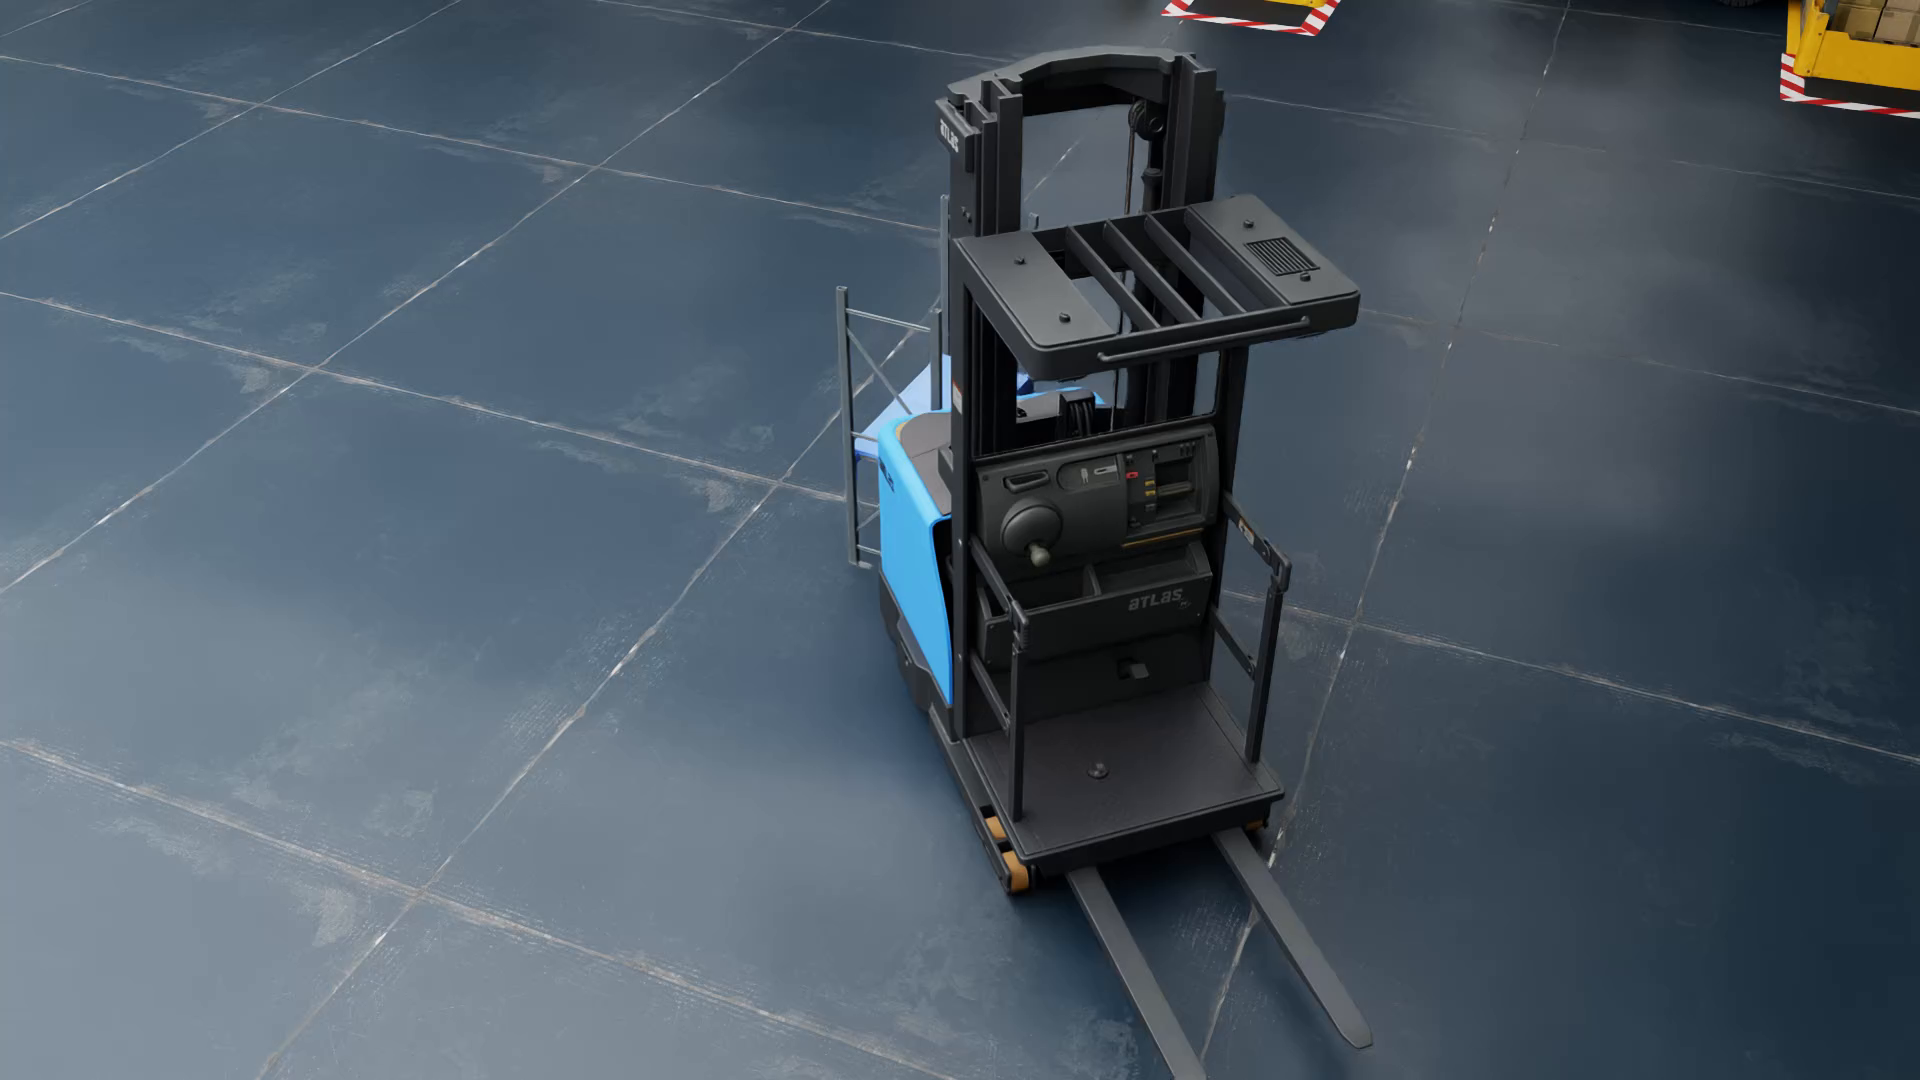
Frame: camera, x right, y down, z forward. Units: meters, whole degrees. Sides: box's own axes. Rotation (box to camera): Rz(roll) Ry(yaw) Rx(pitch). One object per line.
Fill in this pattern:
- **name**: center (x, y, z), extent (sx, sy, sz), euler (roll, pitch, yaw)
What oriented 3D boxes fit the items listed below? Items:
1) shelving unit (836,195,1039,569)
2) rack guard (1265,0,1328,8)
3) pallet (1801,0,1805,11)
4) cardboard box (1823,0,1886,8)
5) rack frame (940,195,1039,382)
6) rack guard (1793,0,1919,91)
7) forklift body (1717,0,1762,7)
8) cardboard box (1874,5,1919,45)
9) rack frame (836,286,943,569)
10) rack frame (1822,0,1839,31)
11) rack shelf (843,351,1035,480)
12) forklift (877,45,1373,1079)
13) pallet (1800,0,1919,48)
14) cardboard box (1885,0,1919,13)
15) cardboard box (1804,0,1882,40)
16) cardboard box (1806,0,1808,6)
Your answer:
- **shelving unit**: center (-0.085, -0.705, 7.940), extent (0.538, 1.500, 1.048), euler (16, 40, 21)
- **rack guard**: center (2.662, -5.036, 14.570), extent (1.175, 0.500, 0.348), euler (14, 39, 18)
- **pallet**: center (7.942, -4.856, 14.570), extent (1.003, 0.211, 1.213), euler (14, 39, 18)
- **cardboard box**: center (7.121, -4.475, 13.259), extent (0.500, 0.250, 0.500), euler (13, 39, 17)
- **rack frame**: center (0.137, -0.978, 8.306), extent (0.500, 1.500, 0.032), euler (16, 40, 21)
- **rack guard**: center (7.215, -3.852, 12.986), extent (1.175, 0.500, 0.348), euler (14, 39, 18)
- **forklift body**: center (6.259, -5.992, 14.470), extent (2.313, 2.155, 1.214), euler (14, 39, 18)
- **cardboard box**: center (7.592, -4.161, 13.257), extent (0.500, 0.250, 0.500), euler (14, 39, 18)
- **rack frame**: center (-0.308, -0.431, 7.574), extent (0.500, 1.500, 0.032), euler (16, 40, 21)
- **rack frame**: center (7.225, -4.867, 12.256), extent (1.000, 3.000, 0.127), euler (14, 39, 18)
- **rack shelf**: center (-0.085, -0.561, 8.048), extent (0.538, 0.185, 1.000), euler (16, 40, 21)
- **forklift**: center (0.587, -0.089, 5.920), extent (1.130, 2.935, 3.031), euler (-12, 38, -15)
- **pallet**: center (7.477, -4.183, 13.670), extent (1.003, 0.211, 1.213), euler (14, 39, 18)
- **cardboard box**: center (7.595, -4.347, 13.088), extent (0.500, 0.250, 0.500), euler (15, 39, 19)
- **cardboard box**: center (7.111, -4.266, 13.397), extent (0.500, 0.250, 0.500), euler (14, 39, 18)
- **cardboard box**: center (7.309, -4.539, 13.763), extent (0.500, 0.250, 0.500), euler (14, 39, 18)
